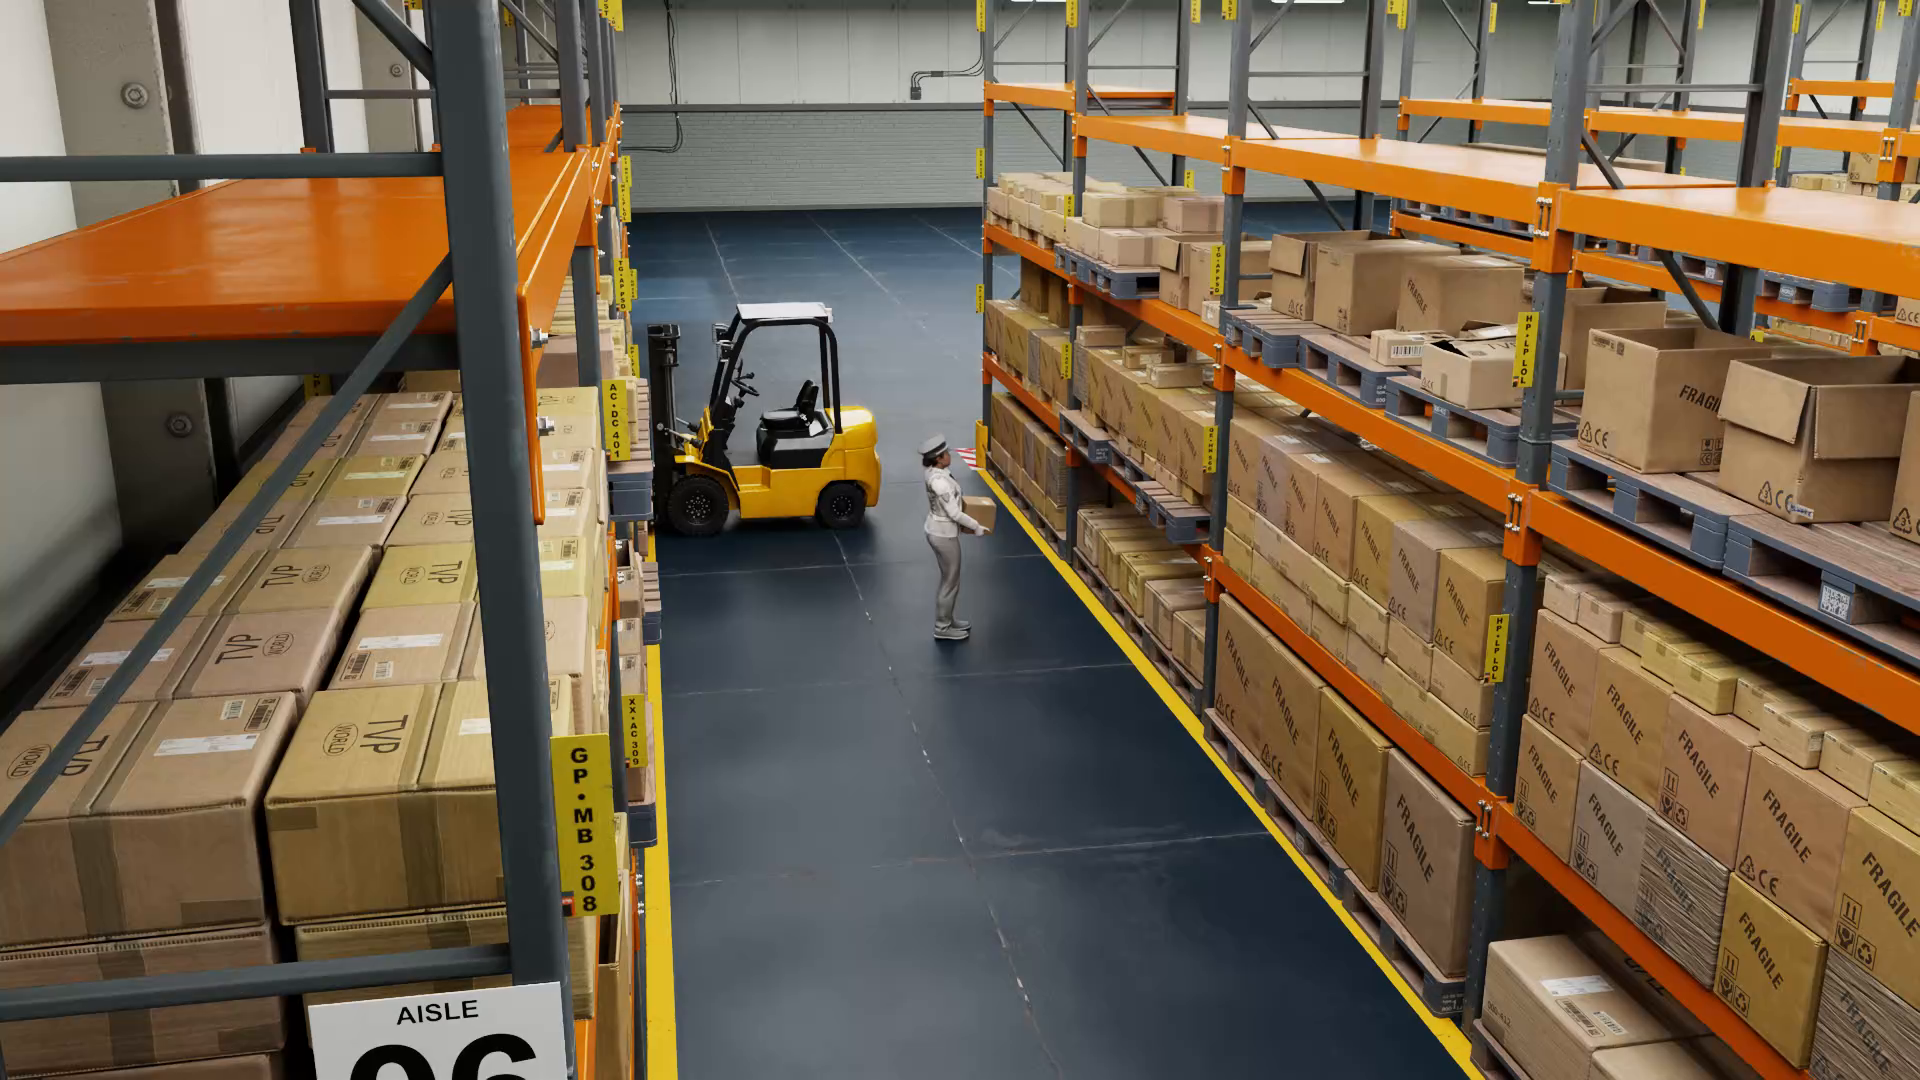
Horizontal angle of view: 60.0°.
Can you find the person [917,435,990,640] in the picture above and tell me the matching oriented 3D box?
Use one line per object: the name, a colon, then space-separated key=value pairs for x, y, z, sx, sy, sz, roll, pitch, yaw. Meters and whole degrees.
person: x=-0.060 y=-0.034 z=13.606 sx=0.563 sy=1.687 sz=0.461 roll=-3 pitch=17 yaw=-10
